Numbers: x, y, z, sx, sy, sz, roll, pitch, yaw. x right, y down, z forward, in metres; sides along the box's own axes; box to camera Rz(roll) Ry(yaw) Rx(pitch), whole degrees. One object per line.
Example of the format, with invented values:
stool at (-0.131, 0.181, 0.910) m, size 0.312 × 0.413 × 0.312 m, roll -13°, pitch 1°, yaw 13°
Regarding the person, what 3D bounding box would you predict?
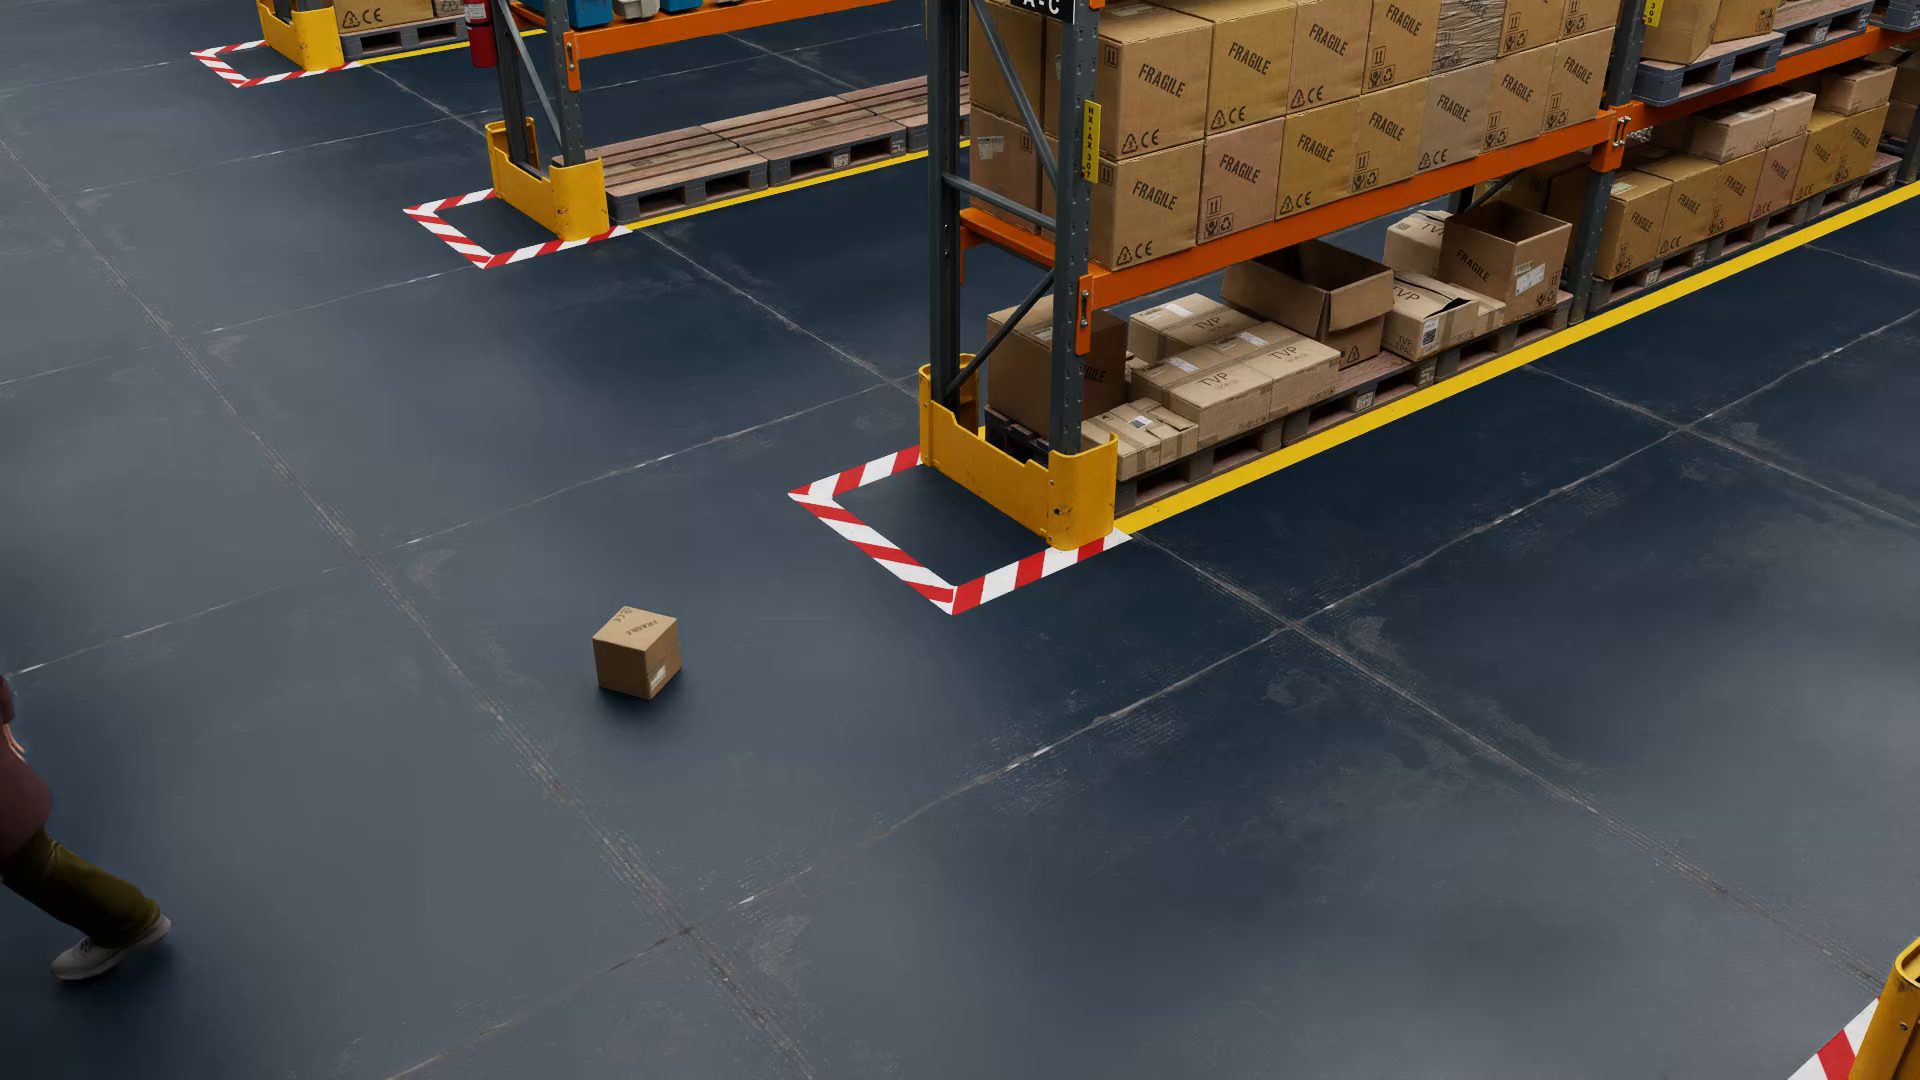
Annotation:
person at (-3.118, 0.712, 4.999) m, size 0.997 × 1.735 × 0.581 m, roll -20°, pitch 37°, yaw -29°
